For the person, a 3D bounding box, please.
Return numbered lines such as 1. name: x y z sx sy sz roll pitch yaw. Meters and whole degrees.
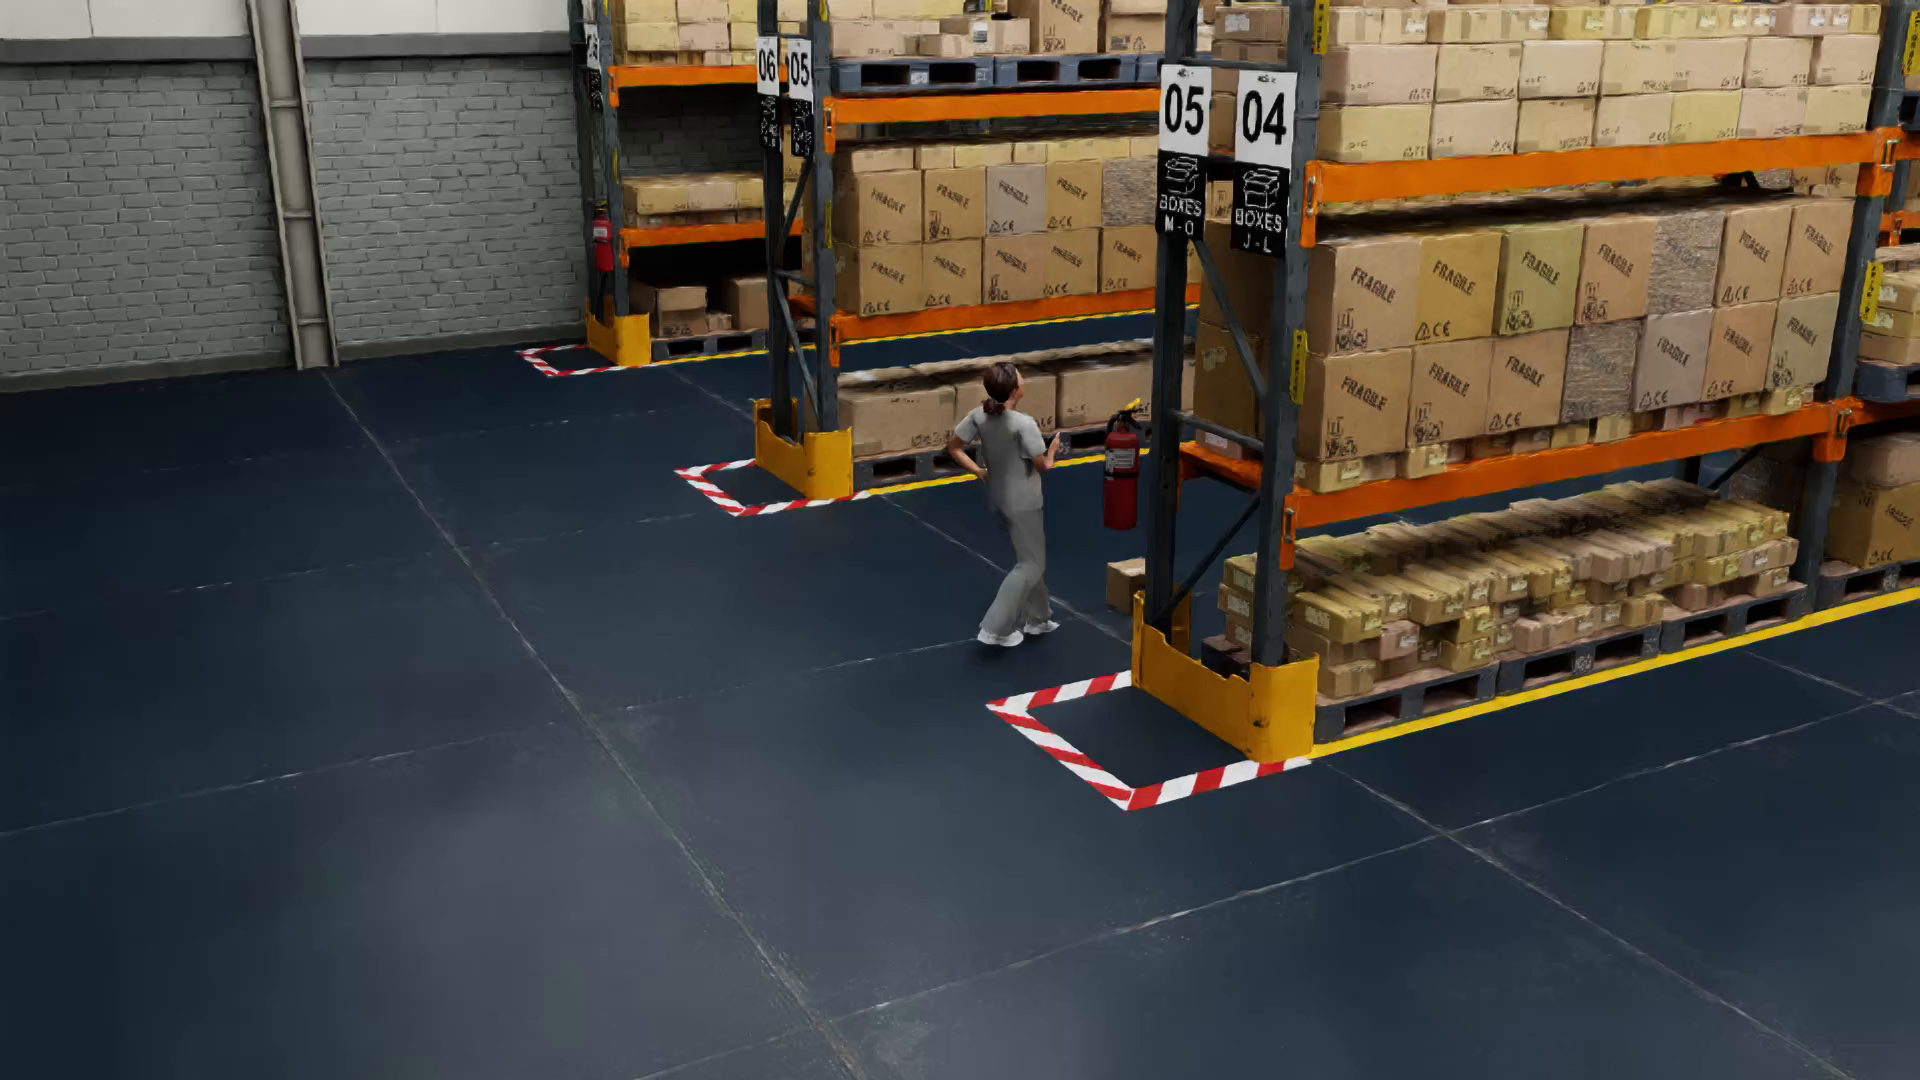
1. person: 0.358 -0.180 9.192 0.679 1.678 0.543 -12 22 -32
